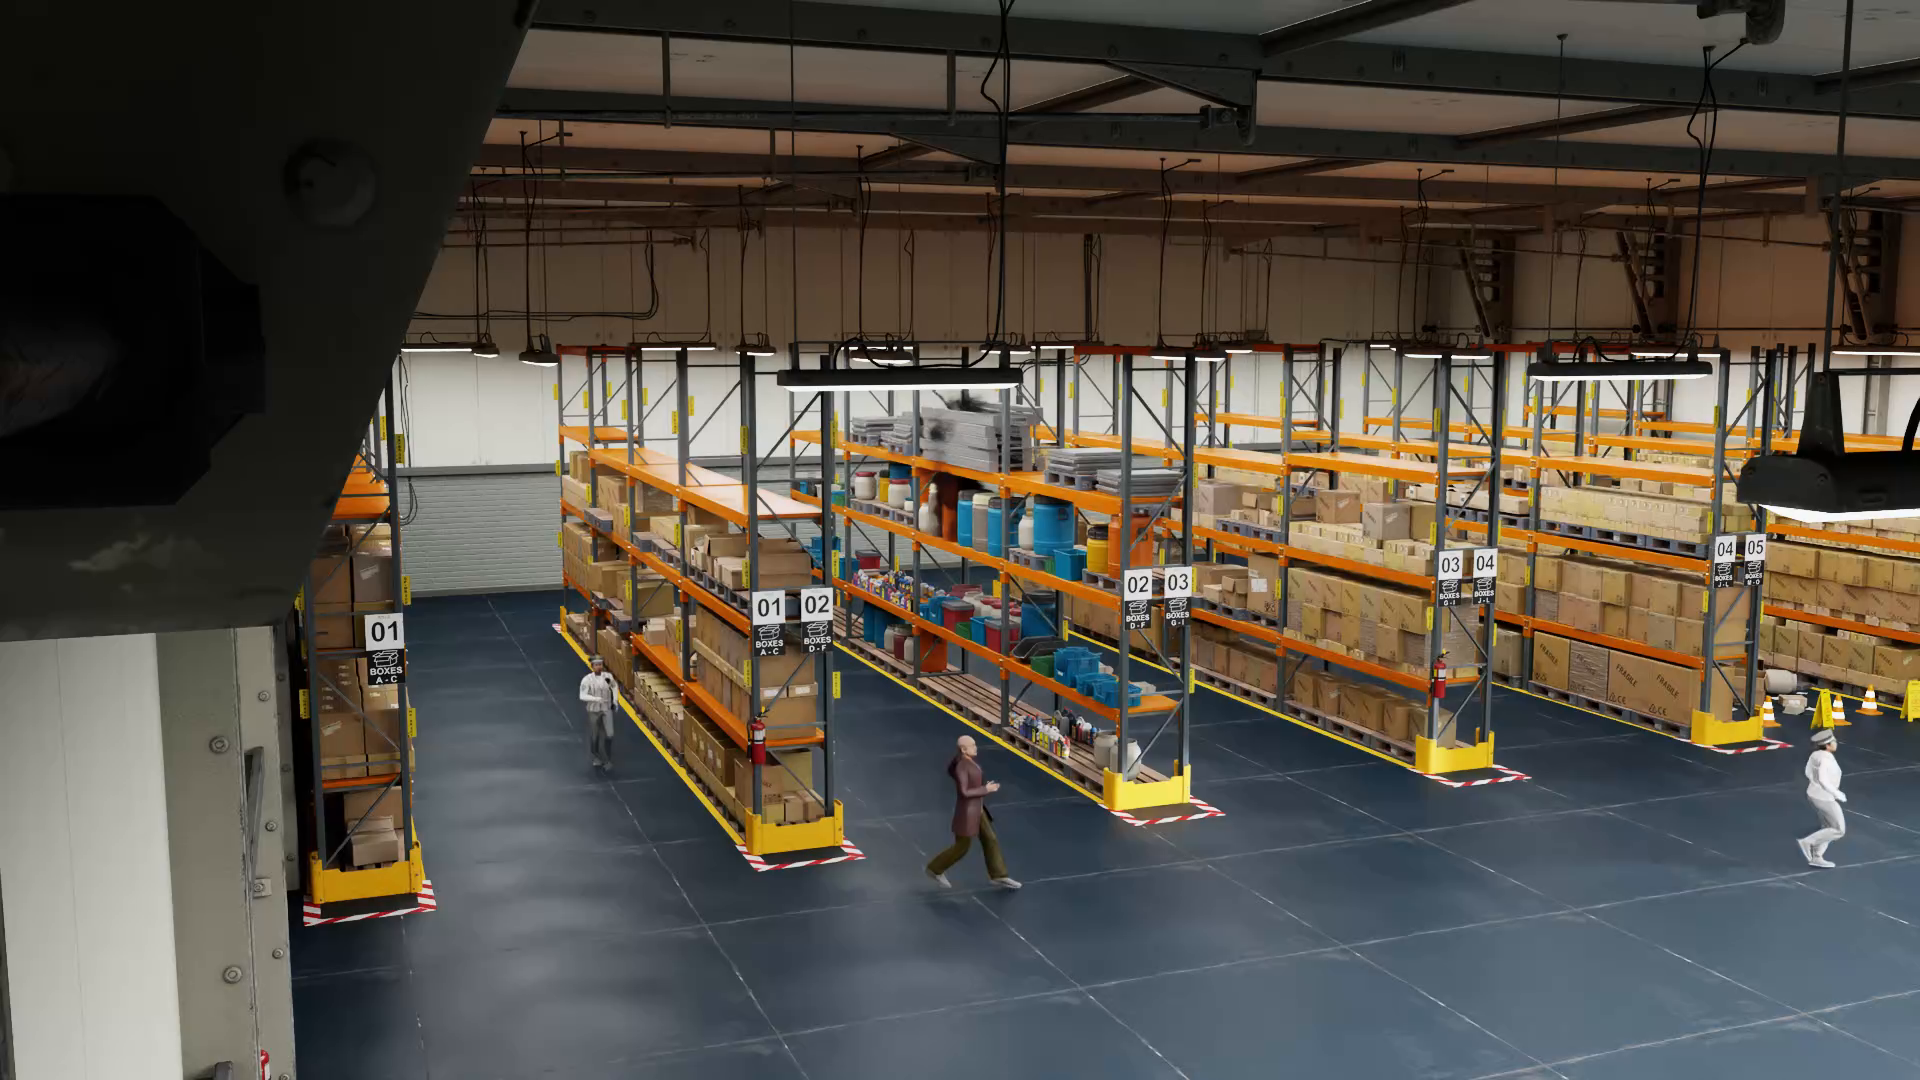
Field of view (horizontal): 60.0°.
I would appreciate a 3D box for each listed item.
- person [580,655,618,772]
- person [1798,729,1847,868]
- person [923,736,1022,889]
[{"bbox_3d":[-5.152,2.474,23.833,0.580,1.704,0.683,-3,8,-19],"label":"person"},{"bbox_3d":[10.145,3.036,19.567,0.541,1.651,0.600,1,7,7],"label":"person"},{"bbox_3d":[0.140,3.068,18.737,1.100,1.744,0.731,2,7,13],"label":"person"}]
